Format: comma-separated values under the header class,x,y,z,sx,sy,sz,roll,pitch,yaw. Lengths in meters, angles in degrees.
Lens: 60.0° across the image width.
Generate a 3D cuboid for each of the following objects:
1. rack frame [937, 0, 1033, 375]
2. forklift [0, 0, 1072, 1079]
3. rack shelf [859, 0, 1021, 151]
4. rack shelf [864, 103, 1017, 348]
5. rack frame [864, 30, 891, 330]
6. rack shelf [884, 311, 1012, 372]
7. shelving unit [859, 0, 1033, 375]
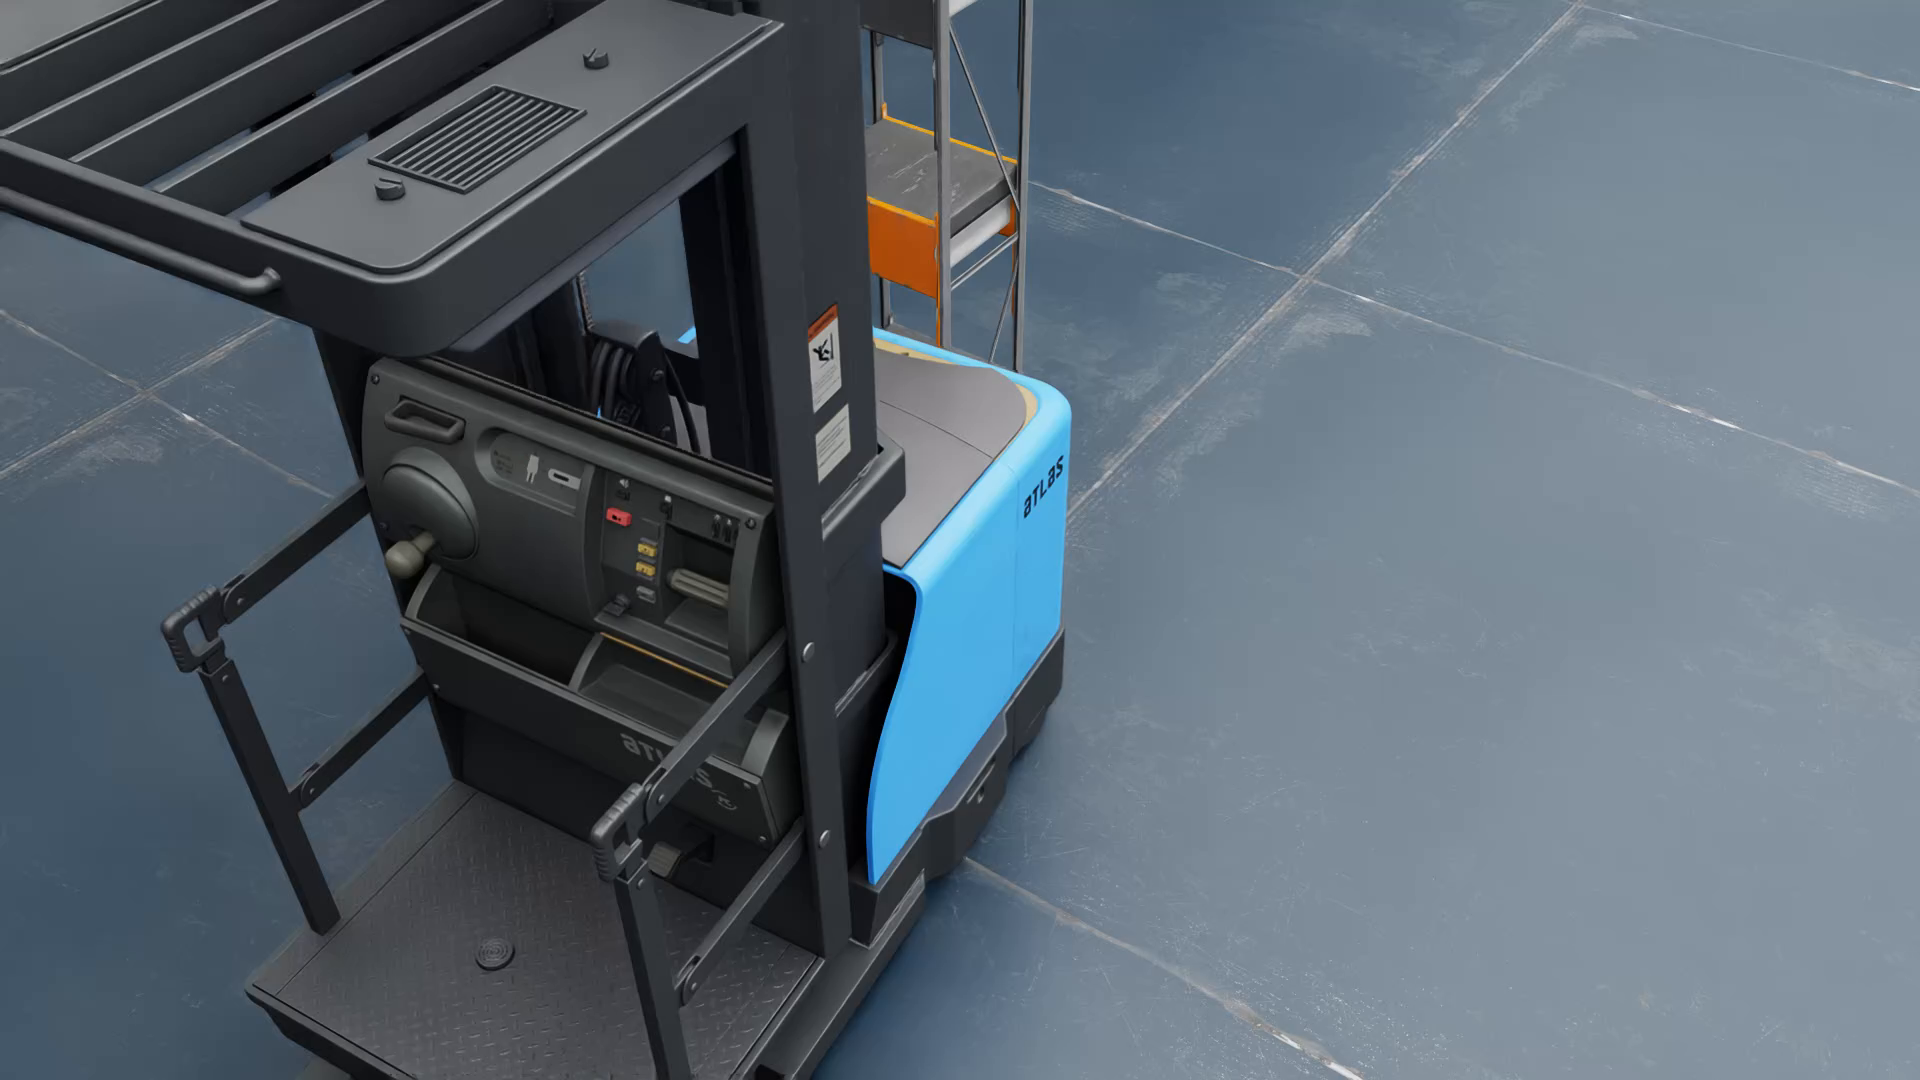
class,x,y,z,sx,sy,sz,roll,pitch,yaw
rack frame,0.064,-0.752,4.516,0.015,2.100,0.400,25,48,25
forklift,-0.867,0.046,3.001,1.130,2.935,3.031,20,46,21
rack shelf,-0.136,-1.357,4.163,0.480,0.518,0.431,25,48,25
rack shelf,-0.136,-0.836,4.630,0.480,0.518,0.431,25,48,25
rack frame,-0.335,-0.939,4.725,0.015,2.100,0.400,25,48,25
rack shelf,-0.136,-0.314,5.097,0.480,0.518,0.431,25,48,25
shelving unit,-0.136,-0.846,4.621,0.503,2.100,0.431,25,48,25
